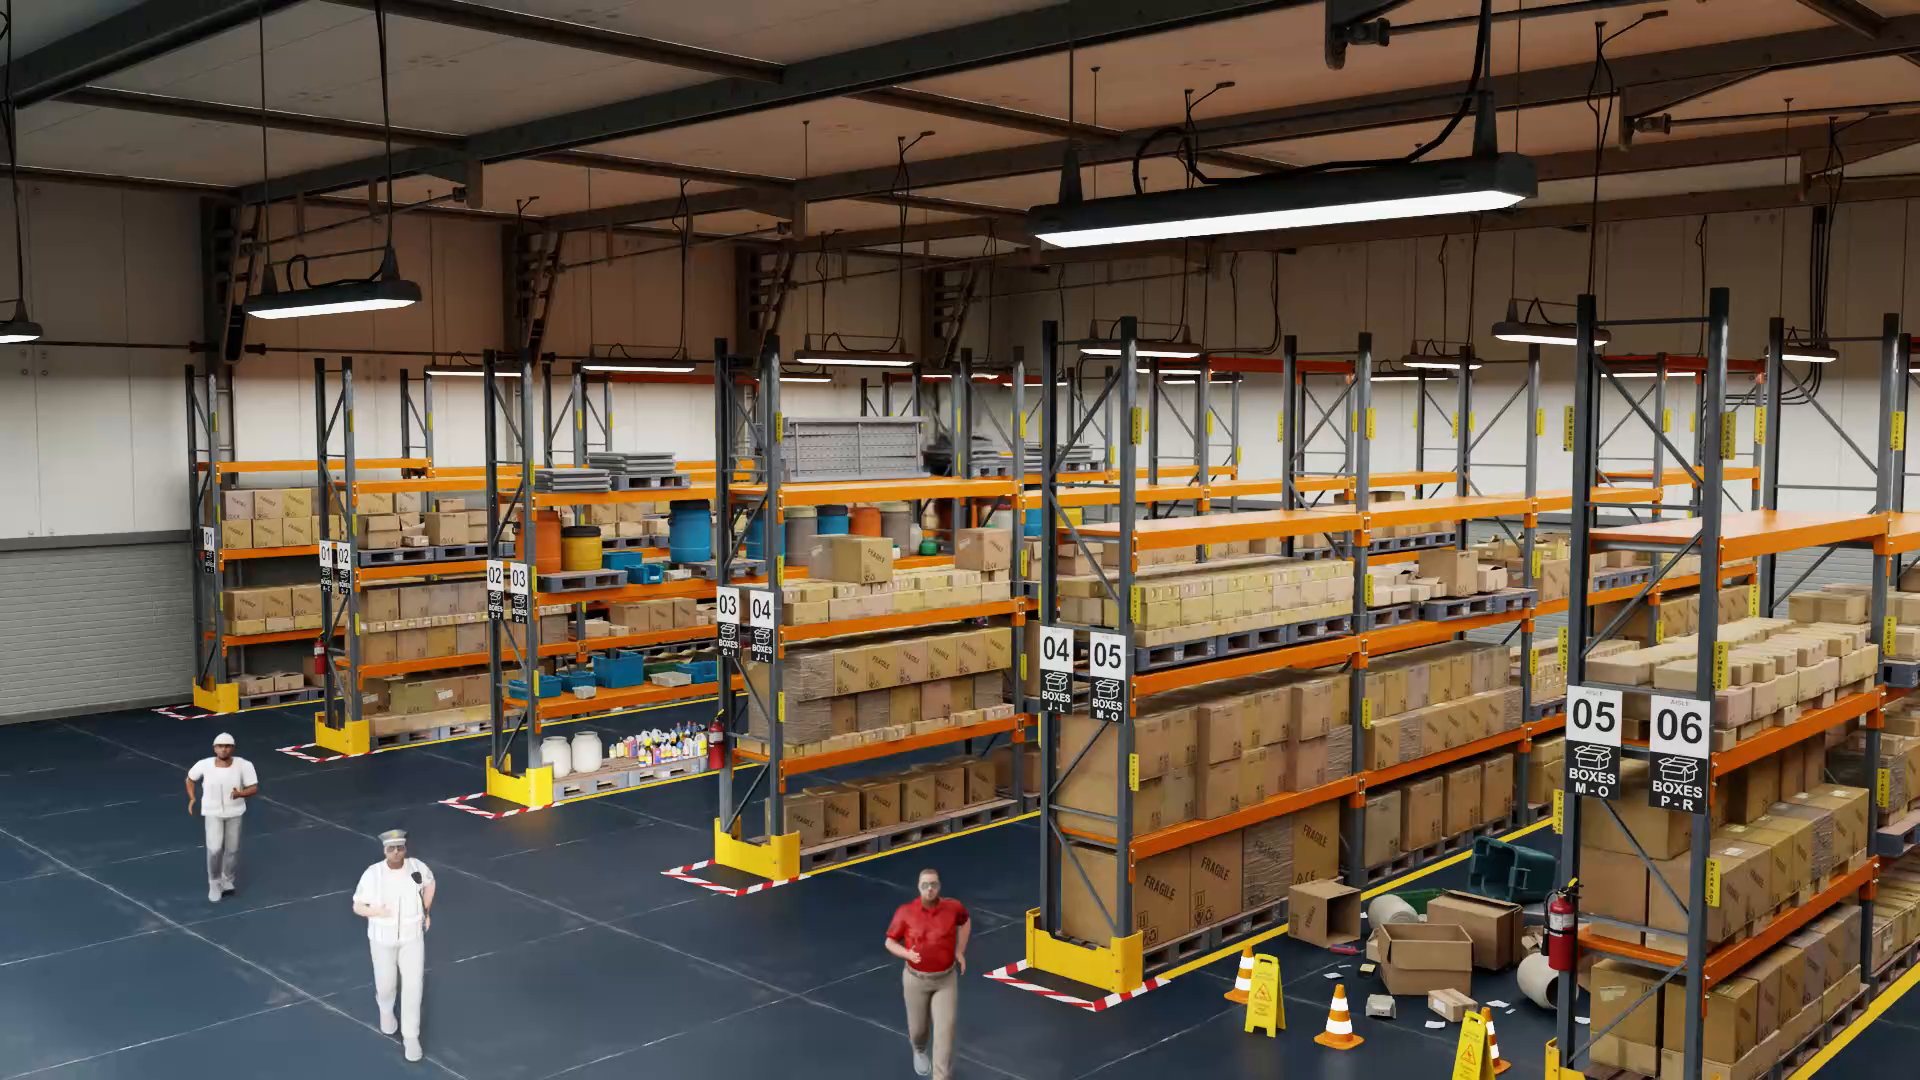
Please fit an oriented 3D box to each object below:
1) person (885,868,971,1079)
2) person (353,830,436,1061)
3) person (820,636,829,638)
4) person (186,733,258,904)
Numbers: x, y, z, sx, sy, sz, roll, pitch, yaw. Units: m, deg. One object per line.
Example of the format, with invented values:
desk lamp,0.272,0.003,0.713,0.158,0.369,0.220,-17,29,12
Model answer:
person,-0.229,3.330,12.505,0.663,1.737,0.971,0,4,-4
person,-4.560,3.216,13.480,0.664,1.778,0.903,-2,5,-24
person,-2.367,1.728,29.269,0.646,1.823,0.760,3,5,34
person,-7.811,2.933,17.648,0.685,1.785,0.692,-2,5,-27
